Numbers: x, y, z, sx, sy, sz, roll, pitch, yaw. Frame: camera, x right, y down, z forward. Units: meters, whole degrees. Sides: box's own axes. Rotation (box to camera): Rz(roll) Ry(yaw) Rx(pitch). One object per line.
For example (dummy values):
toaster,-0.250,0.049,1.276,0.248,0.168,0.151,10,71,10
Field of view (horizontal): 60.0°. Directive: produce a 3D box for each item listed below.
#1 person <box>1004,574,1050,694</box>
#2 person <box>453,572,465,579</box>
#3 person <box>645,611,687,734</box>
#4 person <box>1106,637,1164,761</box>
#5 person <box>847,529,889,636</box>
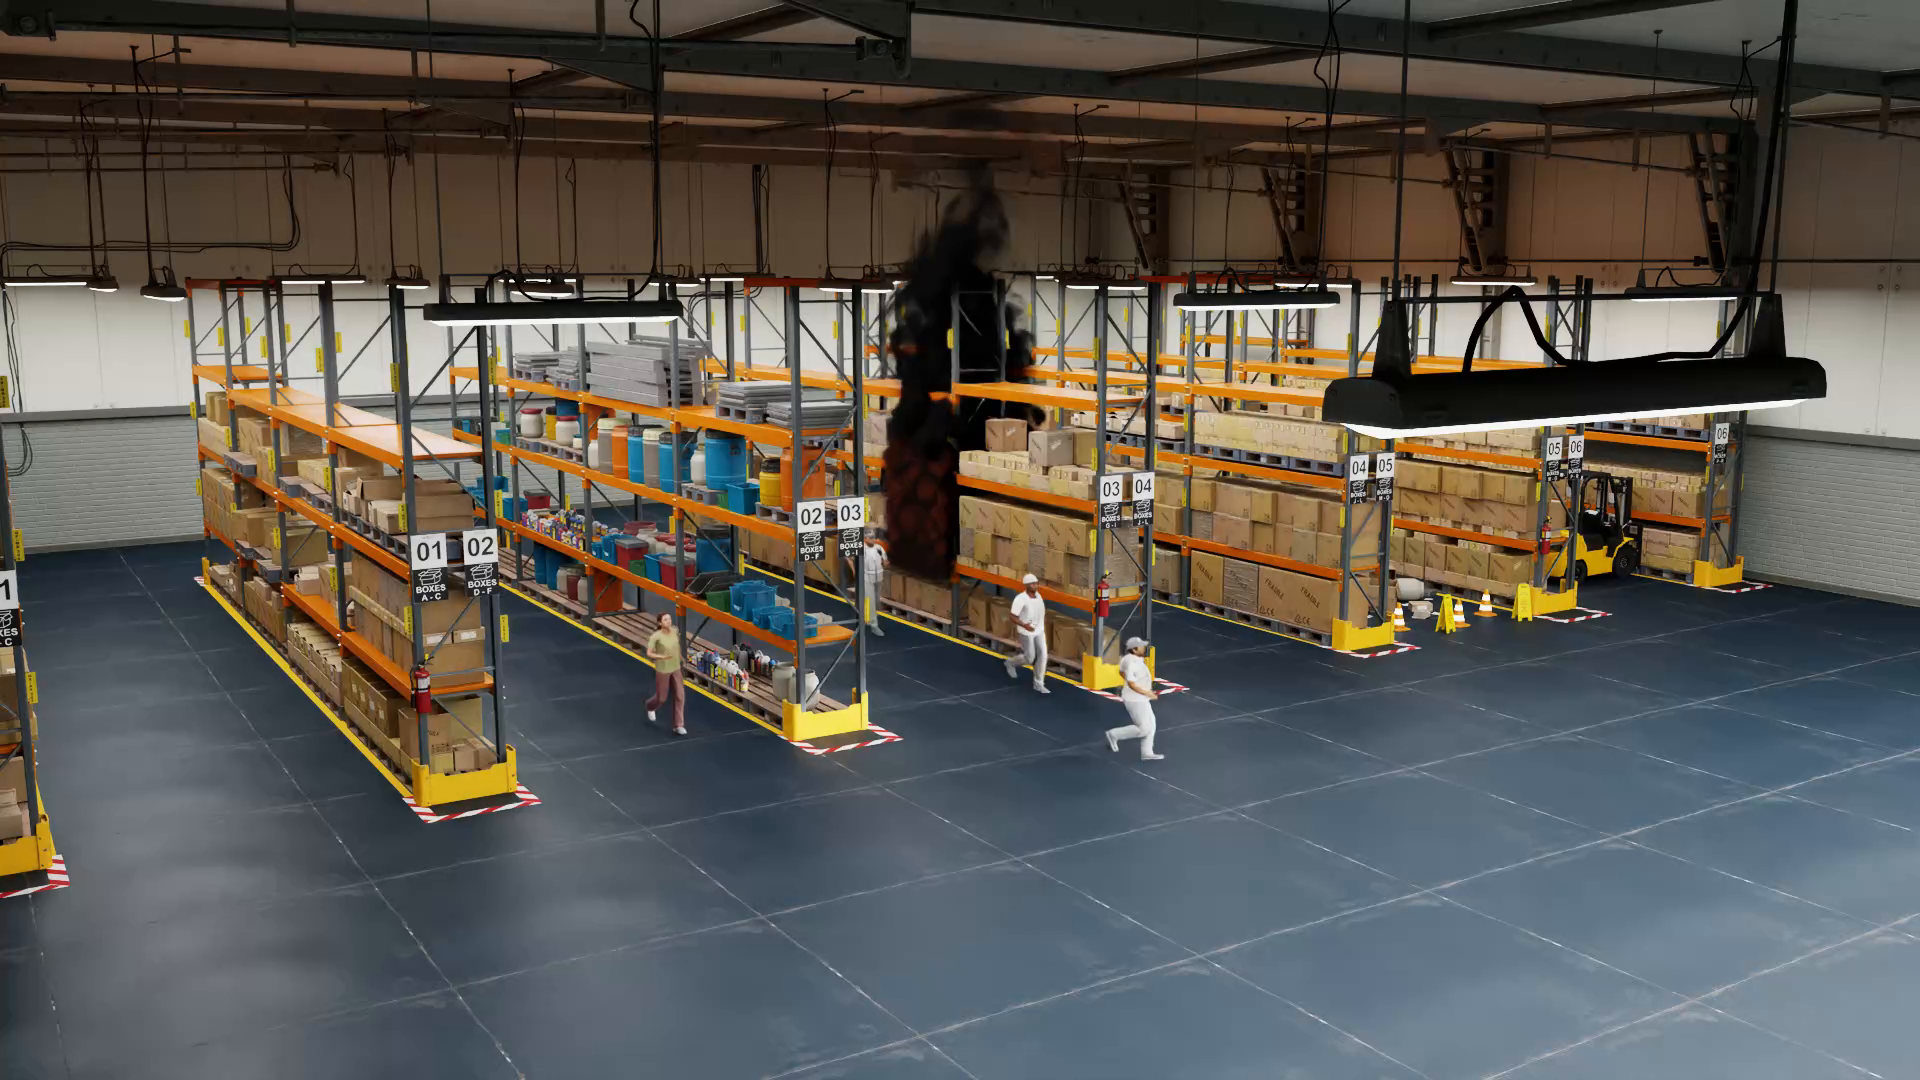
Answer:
person,1.029,1.365,24.672,0.699,1.758,0.850,-9,13,-41
person,-8.607,0.745,28.705,0.593,1.643,0.603,9,13,43
person,-3.972,1.769,22.520,0.589,1.641,0.877,-8,12,-40
person,2.229,2.022,21.151,0.769,1.619,0.621,0,10,-1
person,-1.516,0.683,28.437,0.661,1.773,0.964,-6,11,-33
